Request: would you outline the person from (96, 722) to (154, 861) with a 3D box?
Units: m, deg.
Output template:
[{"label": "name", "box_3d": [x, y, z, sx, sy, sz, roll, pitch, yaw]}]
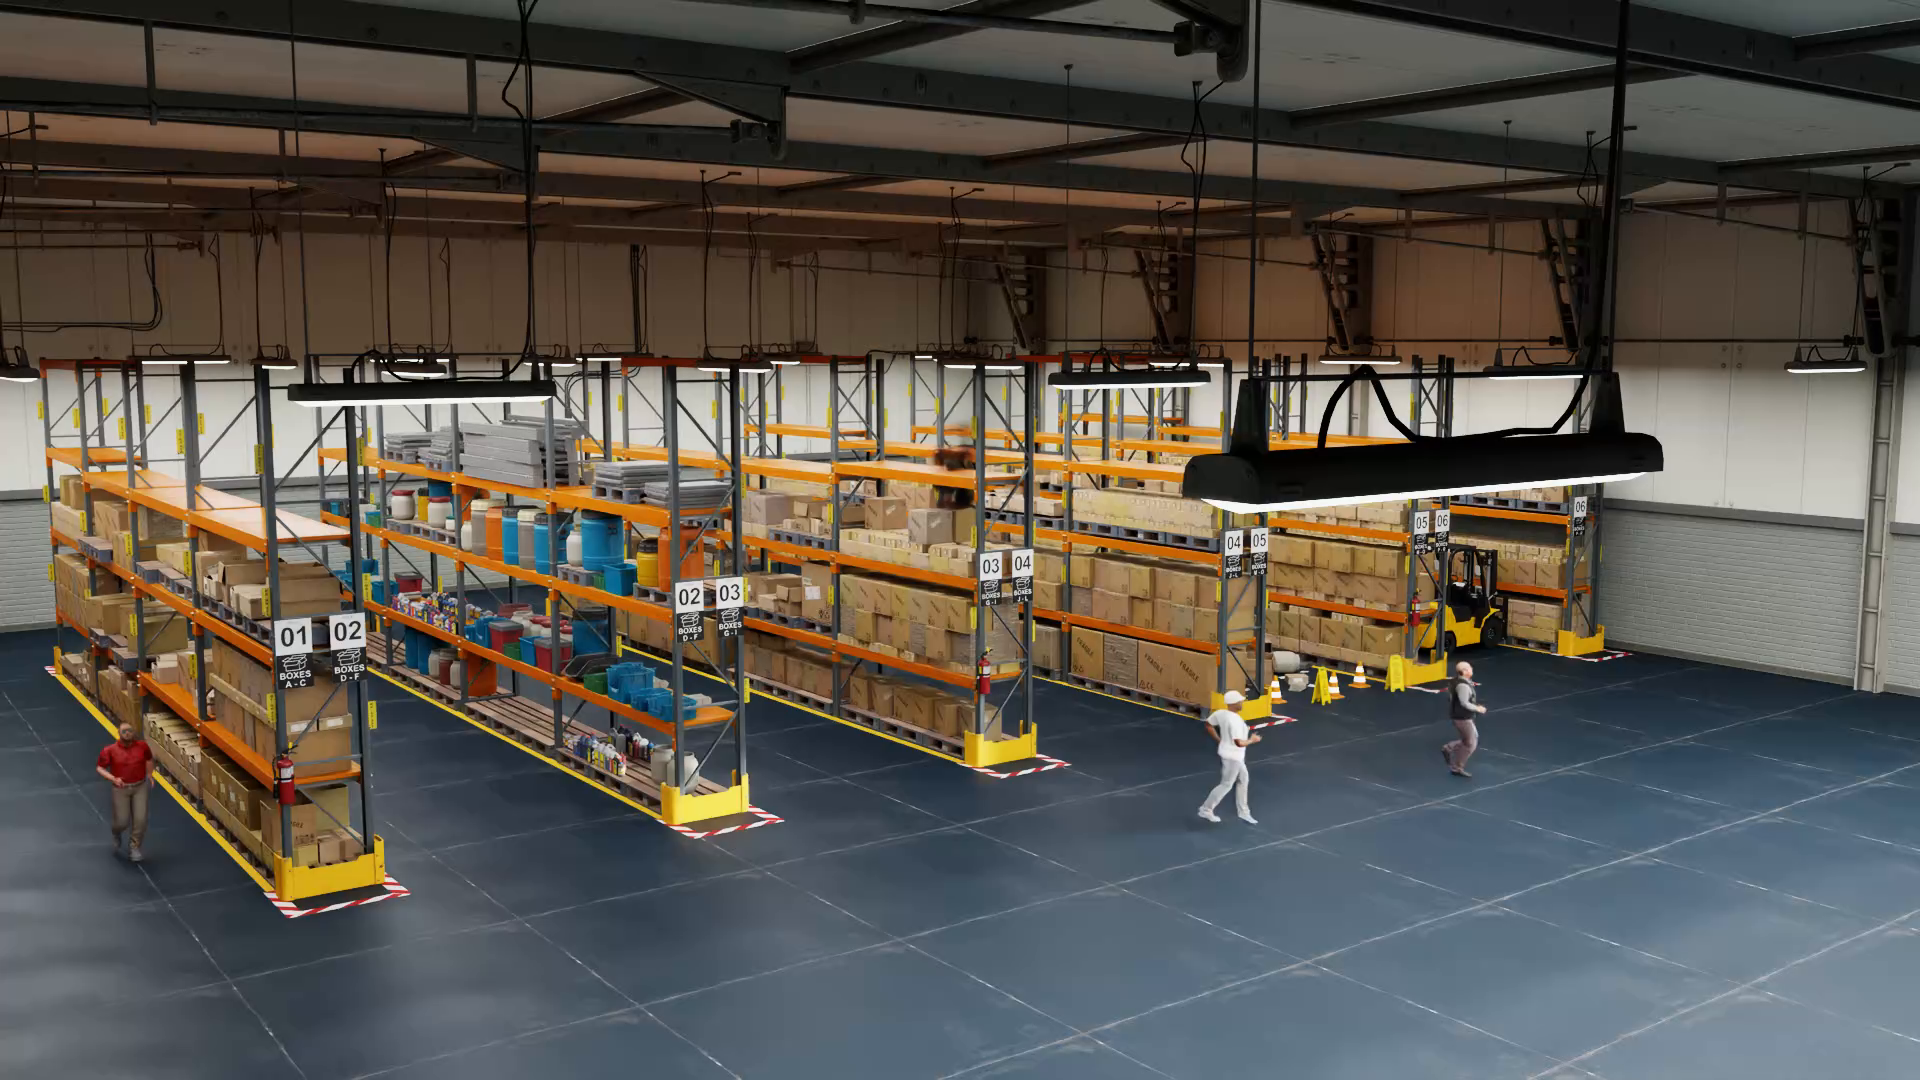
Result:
[{"label": "person", "box_3d": [-10.191, 3.055, 20.371, 0.664, 1.684, 0.678, -6, 9, -42]}]

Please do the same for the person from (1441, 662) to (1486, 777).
[{"label": "person", "box_3d": [7.330, 2.601, 24.192, 0.589, 1.687, 0.698, 1, 7, 7]}]

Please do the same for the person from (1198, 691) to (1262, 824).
[{"label": "person", "box_3d": [3.516, 2.859, 21.653, 0.830, 1.824, 0.681, -1, 7, -4]}]
